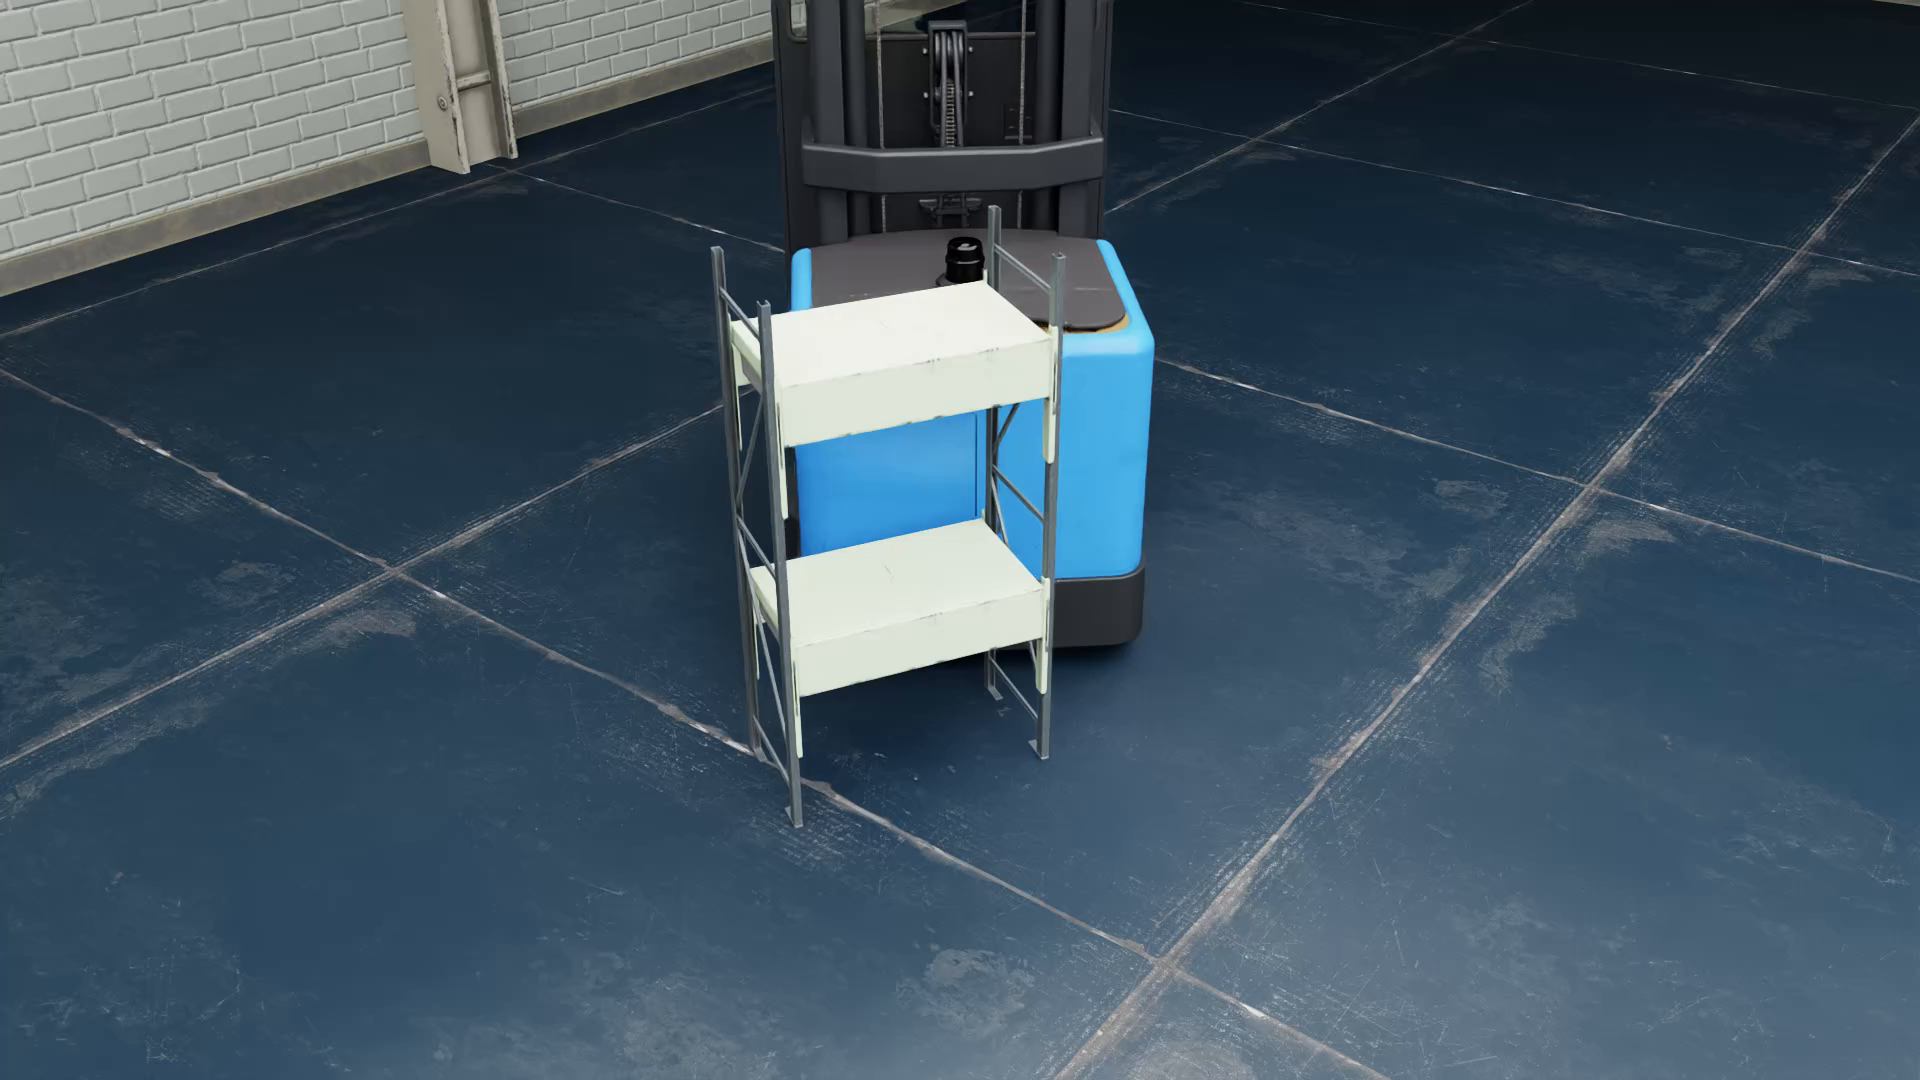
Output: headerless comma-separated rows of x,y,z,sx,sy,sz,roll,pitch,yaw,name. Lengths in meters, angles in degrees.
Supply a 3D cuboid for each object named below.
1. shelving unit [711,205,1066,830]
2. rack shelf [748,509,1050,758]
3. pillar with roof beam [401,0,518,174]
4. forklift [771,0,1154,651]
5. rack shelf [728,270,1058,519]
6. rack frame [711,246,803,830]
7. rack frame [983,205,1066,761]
-0.174,-0.042,4.349,0.755,1.500,0.431,-13,33,-20,shelving unit
-0.174,0.239,4.515,0.720,0.370,0.431,-13,33,-20,rack shelf
0.695,-4.684,4.828,9.100,9.000,0.400,21,37,31,pillar with roof beam
-0.078,-1.630,5.626,1.130,2.935,3.031,-2,31,-4,forklift
-0.174,-0.377,4.150,0.720,0.370,0.431,-13,33,-20,rack shelf
-0.510,0.033,4.223,0.023,1.500,0.400,-13,33,-20,rack frame
0.161,-0.116,4.475,0.023,1.500,0.400,-13,33,-20,rack frame
